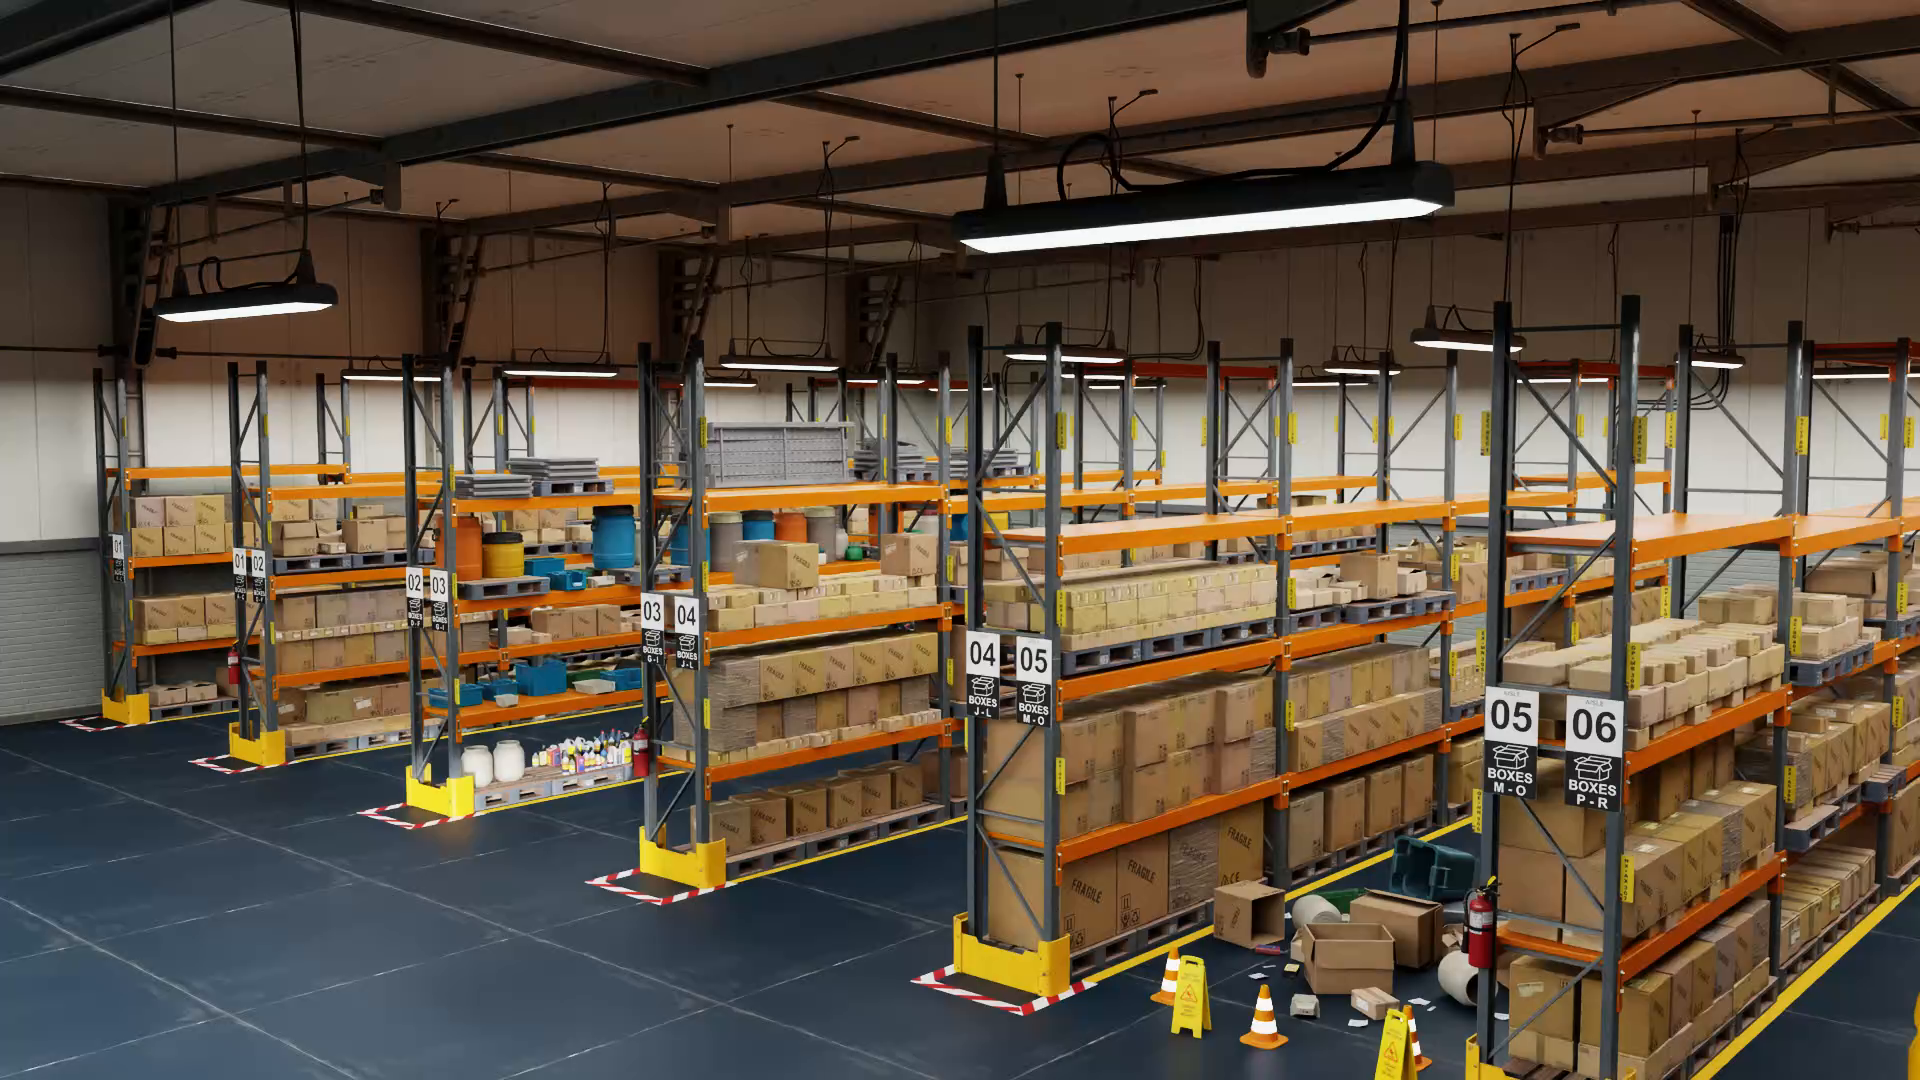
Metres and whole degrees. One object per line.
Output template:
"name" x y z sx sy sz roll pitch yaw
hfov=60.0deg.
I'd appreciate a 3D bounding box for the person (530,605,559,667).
"person" -8.014 1.914 32.270 0.653 1.815 0.609 -2 5 -28
